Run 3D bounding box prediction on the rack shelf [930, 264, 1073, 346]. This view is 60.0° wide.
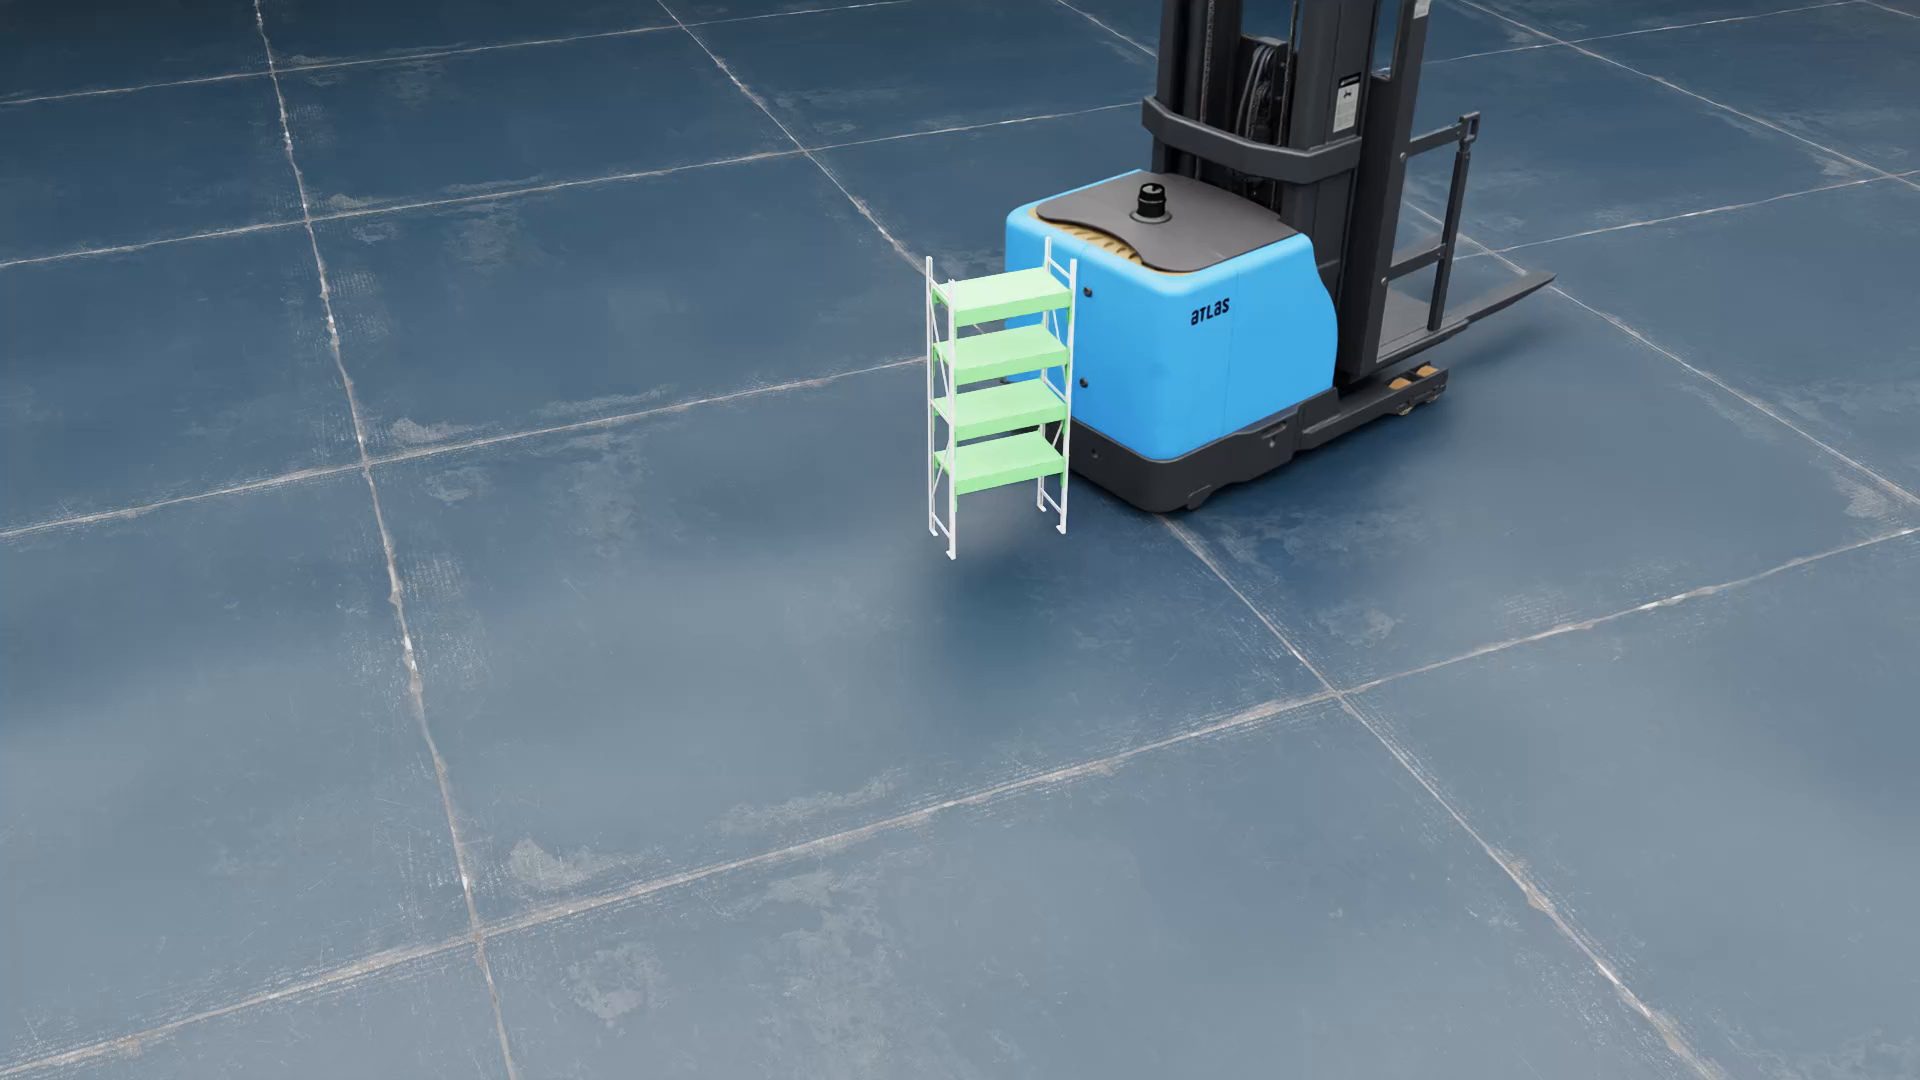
[{"bbox_3d":[0.153,-0.887,6.250,0.480,0.148,0.258,-13,35,-19],"label":"rack shelf"}]

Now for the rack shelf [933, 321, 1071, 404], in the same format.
[{"bbox_3d":[0.153,-0.685,6.380,0.480,0.148,0.258,-13,35,-19],"label":"rack shelf"}]

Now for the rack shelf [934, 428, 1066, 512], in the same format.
[{"bbox_3d":[0.153,-0.283,6.642,0.480,0.148,0.258,-13,35,-19],"label":"rack shelf"}]

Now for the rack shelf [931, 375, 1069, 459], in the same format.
[{"bbox_3d":[0.153,-0.484,6.511,0.480,0.148,0.258,-13,35,-19],"label":"rack shelf"}]

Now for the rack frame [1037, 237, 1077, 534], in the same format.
[{"bbox_3d":[0.378,-0.589,6.556,0.015,1.200,0.240,-13,35,-19],"label":"rack frame"}]

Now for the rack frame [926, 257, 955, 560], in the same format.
[{"bbox_3d":[-0.072,-0.486,6.397,0.015,1.200,0.240,-13,35,-19],"label":"rack frame"}]

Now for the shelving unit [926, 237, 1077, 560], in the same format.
[{"bbox_3d":[0.153,-0.538,6.476,0.503,1.200,0.258,-13,35,-19],"label":"shelving unit"}]

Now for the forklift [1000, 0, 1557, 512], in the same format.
[{"bbox_3d":[1.636,-2.001,7.138,3.031,2.935,1.130,-24,40,-32],"label":"forklift"}]
